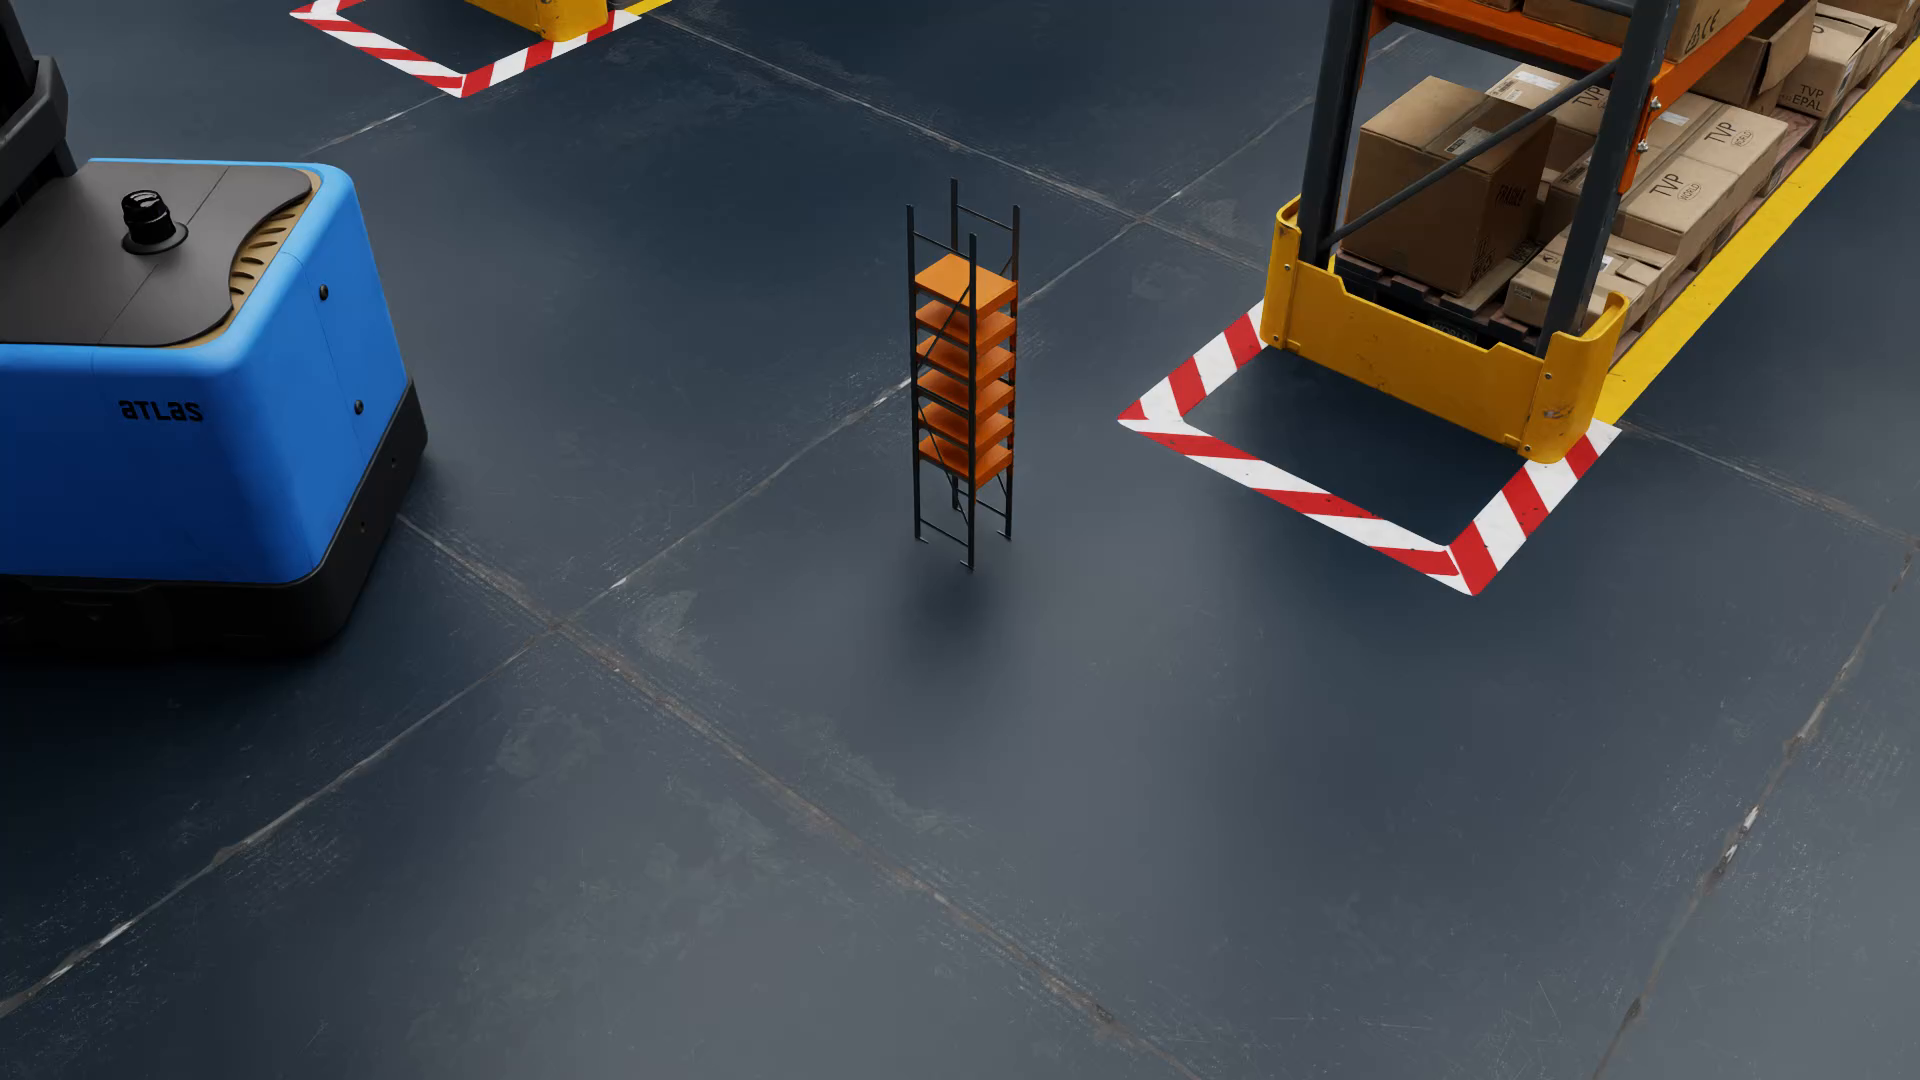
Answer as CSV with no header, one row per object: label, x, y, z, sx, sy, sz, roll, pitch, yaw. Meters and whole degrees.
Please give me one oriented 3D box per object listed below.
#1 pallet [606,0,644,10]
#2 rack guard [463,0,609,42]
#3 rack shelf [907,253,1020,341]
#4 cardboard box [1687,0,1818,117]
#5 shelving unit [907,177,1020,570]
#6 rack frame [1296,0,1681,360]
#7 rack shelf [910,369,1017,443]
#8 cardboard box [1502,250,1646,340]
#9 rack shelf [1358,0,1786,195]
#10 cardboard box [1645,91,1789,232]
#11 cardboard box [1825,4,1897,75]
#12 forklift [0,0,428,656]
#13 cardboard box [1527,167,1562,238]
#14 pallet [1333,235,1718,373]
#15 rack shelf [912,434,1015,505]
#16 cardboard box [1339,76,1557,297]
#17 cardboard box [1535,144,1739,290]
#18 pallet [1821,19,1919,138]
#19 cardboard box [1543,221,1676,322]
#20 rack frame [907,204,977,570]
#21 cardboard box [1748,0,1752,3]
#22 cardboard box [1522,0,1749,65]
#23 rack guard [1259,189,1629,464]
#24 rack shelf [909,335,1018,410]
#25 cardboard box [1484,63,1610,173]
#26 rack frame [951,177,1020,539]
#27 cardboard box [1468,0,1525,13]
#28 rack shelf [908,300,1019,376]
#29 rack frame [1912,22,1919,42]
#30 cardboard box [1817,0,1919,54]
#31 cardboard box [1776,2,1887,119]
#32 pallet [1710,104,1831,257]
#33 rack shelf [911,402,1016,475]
pallet,-1.654,-3.169,8.578,1.003,0.211,1.213,29,50,28
rack guard,-2.220,-2.850,8.012,1.175,0.500,0.348,29,50,28
rack shelf,0.009,-0.685,4.642,0.258,0.103,0.180,29,50,28
cardboard box,2.944,-1.975,6.721,0.797,0.503,0.637,29,50,28
shelving unit,0.009,-0.451,4.855,0.258,1.200,0.189,29,50,28
rack frame,1.575,-1.646,4.831,1.000,3.000,0.127,29,50,28
rack shelf,0.009,-0.418,4.884,0.258,0.103,0.180,29,50,28
cardboard box,2.107,-0.821,5.715,0.380,0.149,0.250,29,50,28
rack shelf,2.862,-2.410,6.205,1.077,0.370,4.000,29,50,28
cardboard box,2.785,-1.463,6.347,0.500,0.250,0.500,29,50,28
cardboard box,3.804,-2.178,7.208,0.380,0.149,0.250,29,50,28
forklift,-3.295,-1.122,4.305,3.031,2.935,1.130,2,42,2
cardboard box,2.066,-1.317,6.247,0.380,0.166,0.250,29,50,28
pallet,2.136,-1.064,6.264,1.003,0.211,1.213,29,50,28
rack shelf,0.009,-0.241,5.046,0.258,0.103,0.180,29,50,28
cardboard box,1.736,-1.271,5.949,0.500,0.500,0.500,29,50,28
cardboard box,2.463,-1.206,6.064,0.500,0.250,0.500,29,50,28
pallet,3.706,-2.321,7.645,1.003,0.211,1.213,29,50,28
cardboard box,2.268,-0.956,5.851,0.380,0.166,0.250,29,50,28
rack frame,-0.050,-0.404,4.803,0.240,1.200,0.006,29,50,28
cardboard box,2.390,-2.065,5.217,0.500,0.500,0.500,29,50,28
cardboard box,2.062,-1.797,4.923,0.500,0.500,0.500,31,50,29
rack guard,1.624,-0.760,5.714,1.175,0.500,0.348,29,50,28
rack shelf,0.009,-0.507,4.804,0.258,0.103,0.180,29,50,28
cardboard box,2.370,-1.654,6.556,0.500,0.250,0.500,29,50,28
rack frame,0.068,-0.498,4.906,0.240,1.200,0.006,29,50,28
cardboard box,1.655,-2.031,5.180,0.500,0.500,0.500,31,51,30
rack shelf,0.009,-0.596,4.723,0.258,0.103,0.180,29,50,28
rack frame,4.149,-3.706,7.096,1.000,3.000,0.127,29,50,28
cardboard box,3.999,-2.527,7.331,0.500,0.500,0.500,29,50,28
cardboard box,3.517,-2.071,6.970,0.500,0.311,0.500,29,50,28
pallet,2.921,-1.690,6.951,1.003,0.211,1.213,29,50,28
rack shelf,0.009,-0.330,4.965,0.258,0.103,0.180,29,50,28
